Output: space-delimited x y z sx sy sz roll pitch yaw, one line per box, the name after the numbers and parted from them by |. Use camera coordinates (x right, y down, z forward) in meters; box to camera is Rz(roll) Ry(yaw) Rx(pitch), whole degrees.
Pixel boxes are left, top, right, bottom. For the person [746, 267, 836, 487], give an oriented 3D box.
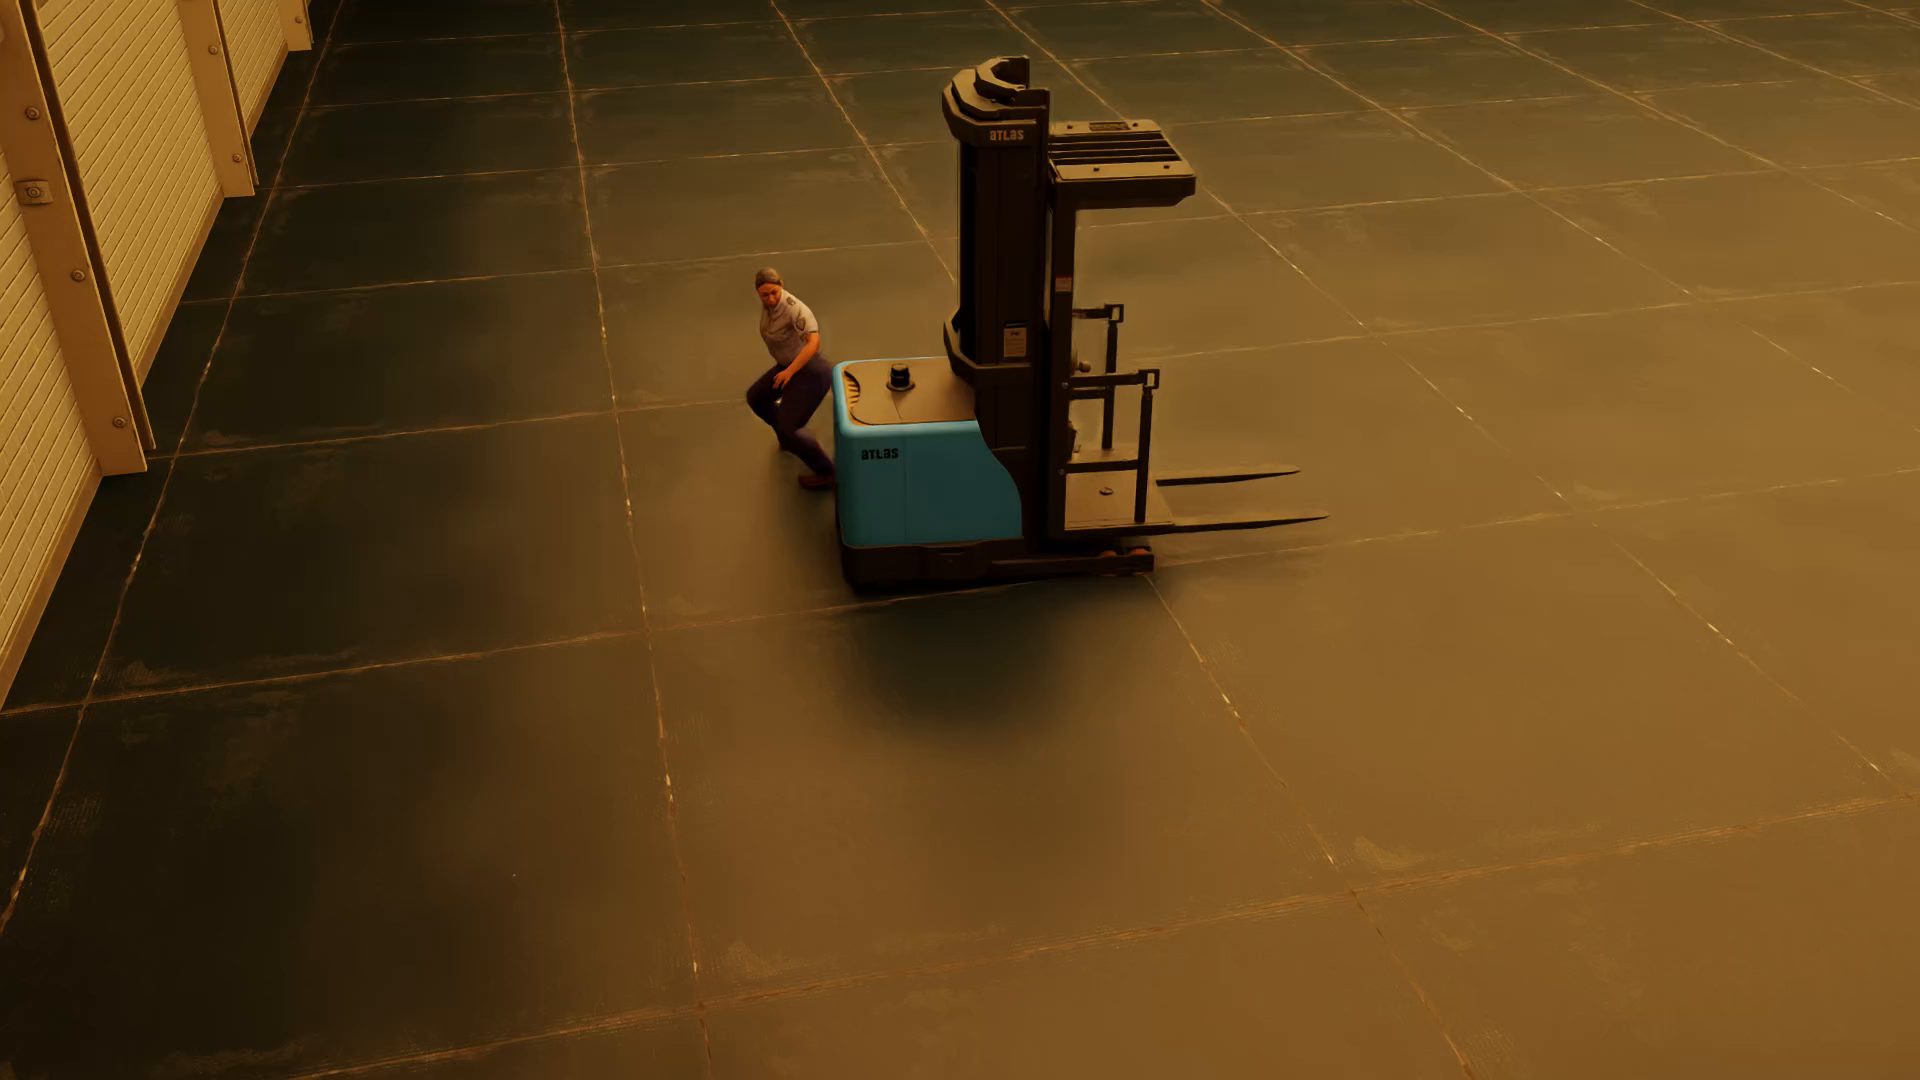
-1.139 -1.097 11.009 0.510 1.566 0.946 -13 33 -22 | person

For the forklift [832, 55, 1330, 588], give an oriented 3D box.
0.754 -1.297 9.815 3.031 2.935 1.130 -4 30 -6 | forklift
